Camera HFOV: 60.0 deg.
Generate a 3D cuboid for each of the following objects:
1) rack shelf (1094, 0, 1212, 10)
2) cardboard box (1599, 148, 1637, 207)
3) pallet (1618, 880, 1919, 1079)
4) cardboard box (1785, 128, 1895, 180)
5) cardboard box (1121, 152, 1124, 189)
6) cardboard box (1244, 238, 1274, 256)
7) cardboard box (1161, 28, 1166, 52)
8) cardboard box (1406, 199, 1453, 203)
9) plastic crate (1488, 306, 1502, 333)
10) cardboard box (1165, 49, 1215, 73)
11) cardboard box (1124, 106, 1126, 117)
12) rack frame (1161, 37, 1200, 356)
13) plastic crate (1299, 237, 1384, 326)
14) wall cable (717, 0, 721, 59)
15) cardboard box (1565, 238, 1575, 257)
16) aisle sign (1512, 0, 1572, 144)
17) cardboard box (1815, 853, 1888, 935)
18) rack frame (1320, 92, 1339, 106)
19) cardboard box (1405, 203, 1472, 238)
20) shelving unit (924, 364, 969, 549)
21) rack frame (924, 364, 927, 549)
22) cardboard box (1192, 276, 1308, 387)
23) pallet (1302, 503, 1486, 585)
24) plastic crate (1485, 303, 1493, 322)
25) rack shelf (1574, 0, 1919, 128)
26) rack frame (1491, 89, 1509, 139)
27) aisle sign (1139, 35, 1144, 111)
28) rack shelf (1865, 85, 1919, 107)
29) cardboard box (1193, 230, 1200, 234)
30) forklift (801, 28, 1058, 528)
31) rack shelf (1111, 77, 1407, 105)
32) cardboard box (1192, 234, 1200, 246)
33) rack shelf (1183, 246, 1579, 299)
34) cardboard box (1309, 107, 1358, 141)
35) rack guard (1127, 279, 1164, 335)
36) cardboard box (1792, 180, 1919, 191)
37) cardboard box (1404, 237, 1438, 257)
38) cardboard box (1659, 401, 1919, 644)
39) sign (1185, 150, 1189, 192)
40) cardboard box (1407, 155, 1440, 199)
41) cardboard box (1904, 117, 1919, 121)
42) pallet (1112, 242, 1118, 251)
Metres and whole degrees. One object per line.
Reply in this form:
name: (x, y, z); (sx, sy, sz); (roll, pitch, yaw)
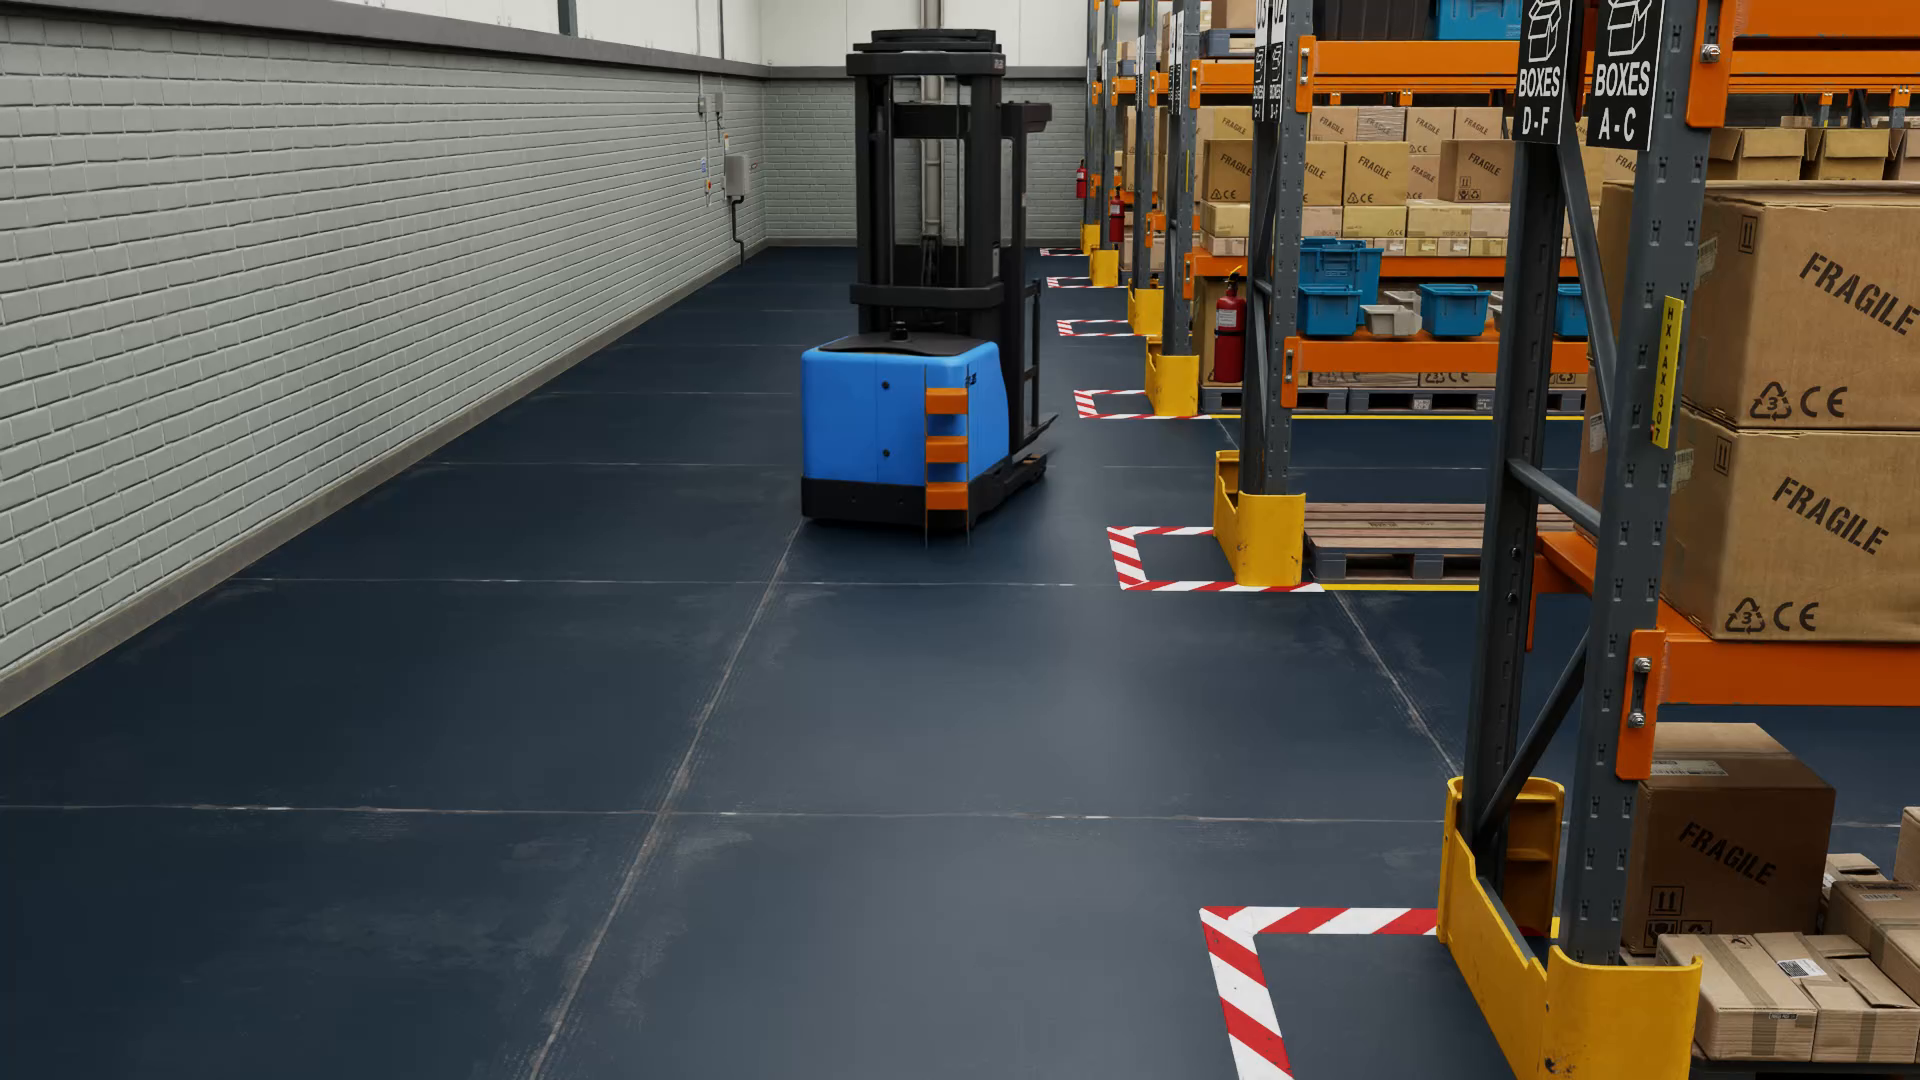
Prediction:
rack shelf: (4.200, -8.947, 27.527); (4.000, 0.370, 1.077); (0, 15, 1)
cardboard box: (5.357, -2.958, 13.412); (0.500, 0.500, 0.500); (1, 15, 3)
pallet: (2.441, 1.265, 4.632); (1.213, 0.211, 1.003); (0, 15, 1)
cardboard box: (7.148, -3.113, 13.597); (0.637, 0.503, 0.797); (1, 15, 2)
cardboard box: (2.567, -5.255, 23.683); (0.500, 0.500, 0.500); (0, 15, 2)
cardboard box: (2.428, -2.406, 13.572); (0.250, 0.149, 0.380); (0, 15, 1)
cardboard box: (2.519, -5.561, 18.472); (0.500, 0.250, 0.500); (0, 15, 0)
cardboard box: (3.853, -2.742, 14.064); (0.500, 0.250, 0.500); (0, 15, 2)
plastic crate: (2.933, -1.140, 8.682); (0.298, 0.136, 0.250); (0, 15, 1)
cardboard box: (2.495, -5.189, 18.043); (0.500, 0.250, 0.500); (1, 15, 3)
cardboard box: (2.442, -6.037, 23.413); (0.250, 0.149, 0.380); (1, 15, 2)
rack frame: (1.825, -2.615, 13.873); (0.127, 3.000, 1.000); (0, 15, 1)
plastic crate: (2.038, -1.444, 9.245); (0.499, 0.435, 0.616); (0, 15, 1)
wall cable: (-3.594, -8.200, 23.281); (0.029, 3.000, 2.355); (0, 15, 1)
cardboard box: (4.996, -2.389, 13.509); (0.250, 0.149, 0.380); (0, 15, 0)
aisle sign: (1.508, -1.425, 4.263); (0.004, 0.787, 0.394); (0, 15, 1)
cardboard box: (2.520, 1.035, 4.730); (0.250, 0.166, 0.380); (0, 15, 1)
rack frame: (6.199, -6.382, 28.151); (0.127, 3.000, 1.000); (0, 15, 1)
cardboard box: (3.841, -2.607, 13.551); (0.500, 0.250, 0.500); (0, 15, 0)
shelving unit: (-0.077, -0.480, 9.585); (0.252, 1.050, 0.215); (0, 17, -1)
rack frame: (-0.199, -0.479, 9.584); (0.008, 1.050, 0.200); (0, 17, -1)
cardboard box: (2.466, -1.807, 14.152); (0.875, 0.875, 0.875); (0, 15, 1)
pallet: (2.522, 0.011, 9.383); (1.213, 0.211, 1.003); (0, 15, 1)
plastic crate: (2.807, -1.289, 9.245); (0.243, 0.136, 0.396); (0, 15, 1)
rack shelf: (3.567, -1.178, 3.957); (4.000, 0.370, 1.077); (0, 15, 1)
rack frame: (6.051, -3.853, 18.566); (0.127, 3.000, 1.000); (0, 15, 1)
aisle sign: (1.972, -5.060, 18.045); (0.004, 0.787, 0.394); (0, 15, 1)
rack shelf: (12.049, -4.917, 18.126); (4.000, 0.370, 1.077); (0, 15, 1)
cardboard box: (4.189, -5.330, 28.240); (0.500, 0.500, 0.500); (1, 15, 2)
forklift: (-0.037, -1.820, 10.991); (1.130, 2.935, 3.031); (5, 15, 17)
rack shelf: (4.077, -6.232, 23.111); (4.000, 0.370, 1.077); (0, 15, 1)
cardboard box: (3.655, -4.124, 23.791); (0.875, 0.438, 0.875); (1, 15, 3)
rack shelf: (3.824, -2.254, 13.915); (4.000, 0.370, 1.077); (0, 15, 1)
cardboard box: (4.028, -4.471, 18.168); (0.500, 0.500, 0.500); (0, 15, 0)
rack guard: (2.128, -2.670, 18.981); (0.348, 0.500, 1.175); (0, 15, 1)
cardboard box: (2.525, -0.685, 4.400); (0.500, 0.500, 0.500); (1, 15, 3)
cardboard box: (3.709, -2.398, 13.540); (0.250, 0.149, 0.380); (0, 15, 0)
cardboard box: (2.005, -0.067, 4.019); (0.500, 0.500, 0.500); (1, 15, 3)
sign: (1.804, -2.931, 13.216); (0.005, 0.325, 0.100); (0, 15, 1)
cardboard box: (5.041, -3.980, 18.268); (0.500, 0.500, 0.500); (0, 15, 0)
cardboard box: (12.917, -5.720, 22.766); (0.250, 0.149, 0.380); (0, 15, 0)
pallet: (3.074, -5.054, 28.585); (1.213, 0.211, 1.003); (0, 15, 1)
